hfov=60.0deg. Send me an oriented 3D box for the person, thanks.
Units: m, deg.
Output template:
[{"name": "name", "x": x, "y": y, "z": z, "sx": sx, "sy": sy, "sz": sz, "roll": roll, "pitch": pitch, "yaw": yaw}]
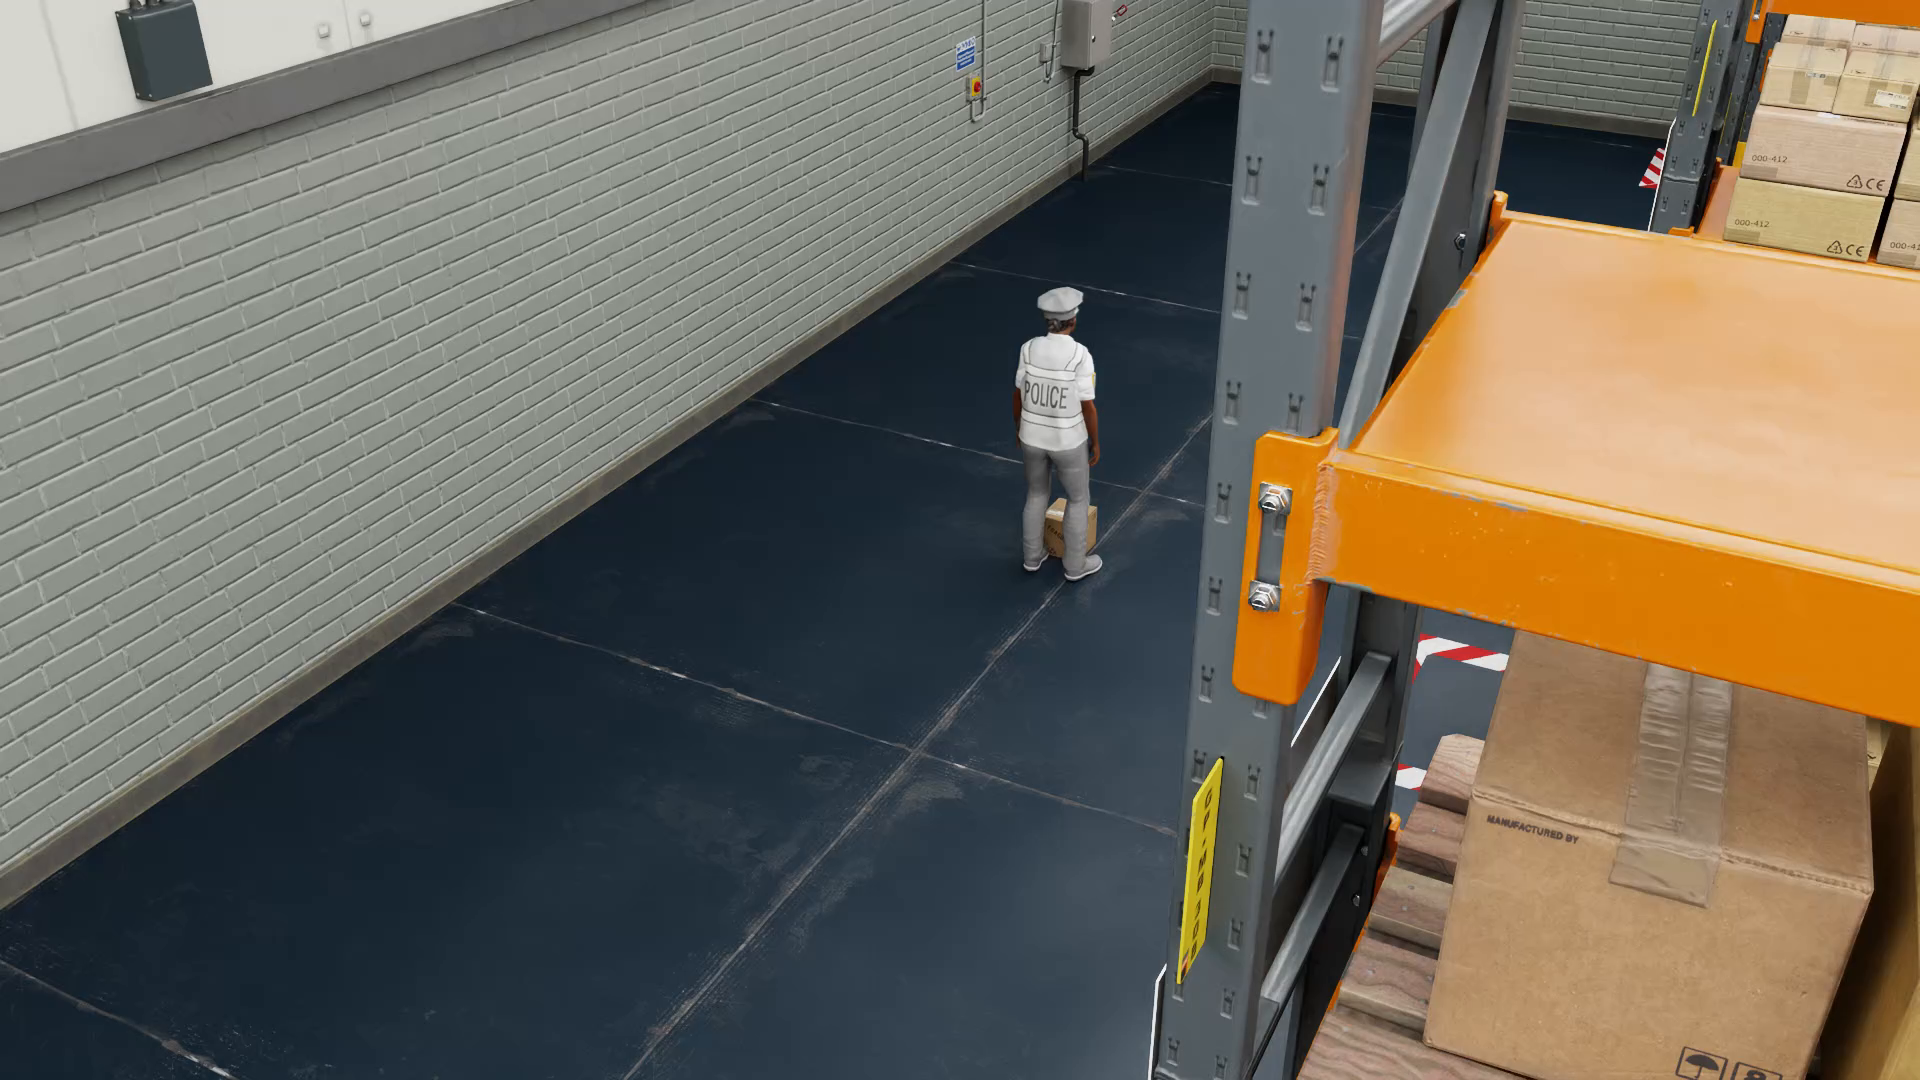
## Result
[{"name": "person", "x": 0.543, "y": -0.563, "z": 9.251, "sx": 0.520, "sy": 1.659, "sz": 0.399, "roll": 14, "pitch": 33, "yaw": 22}]
